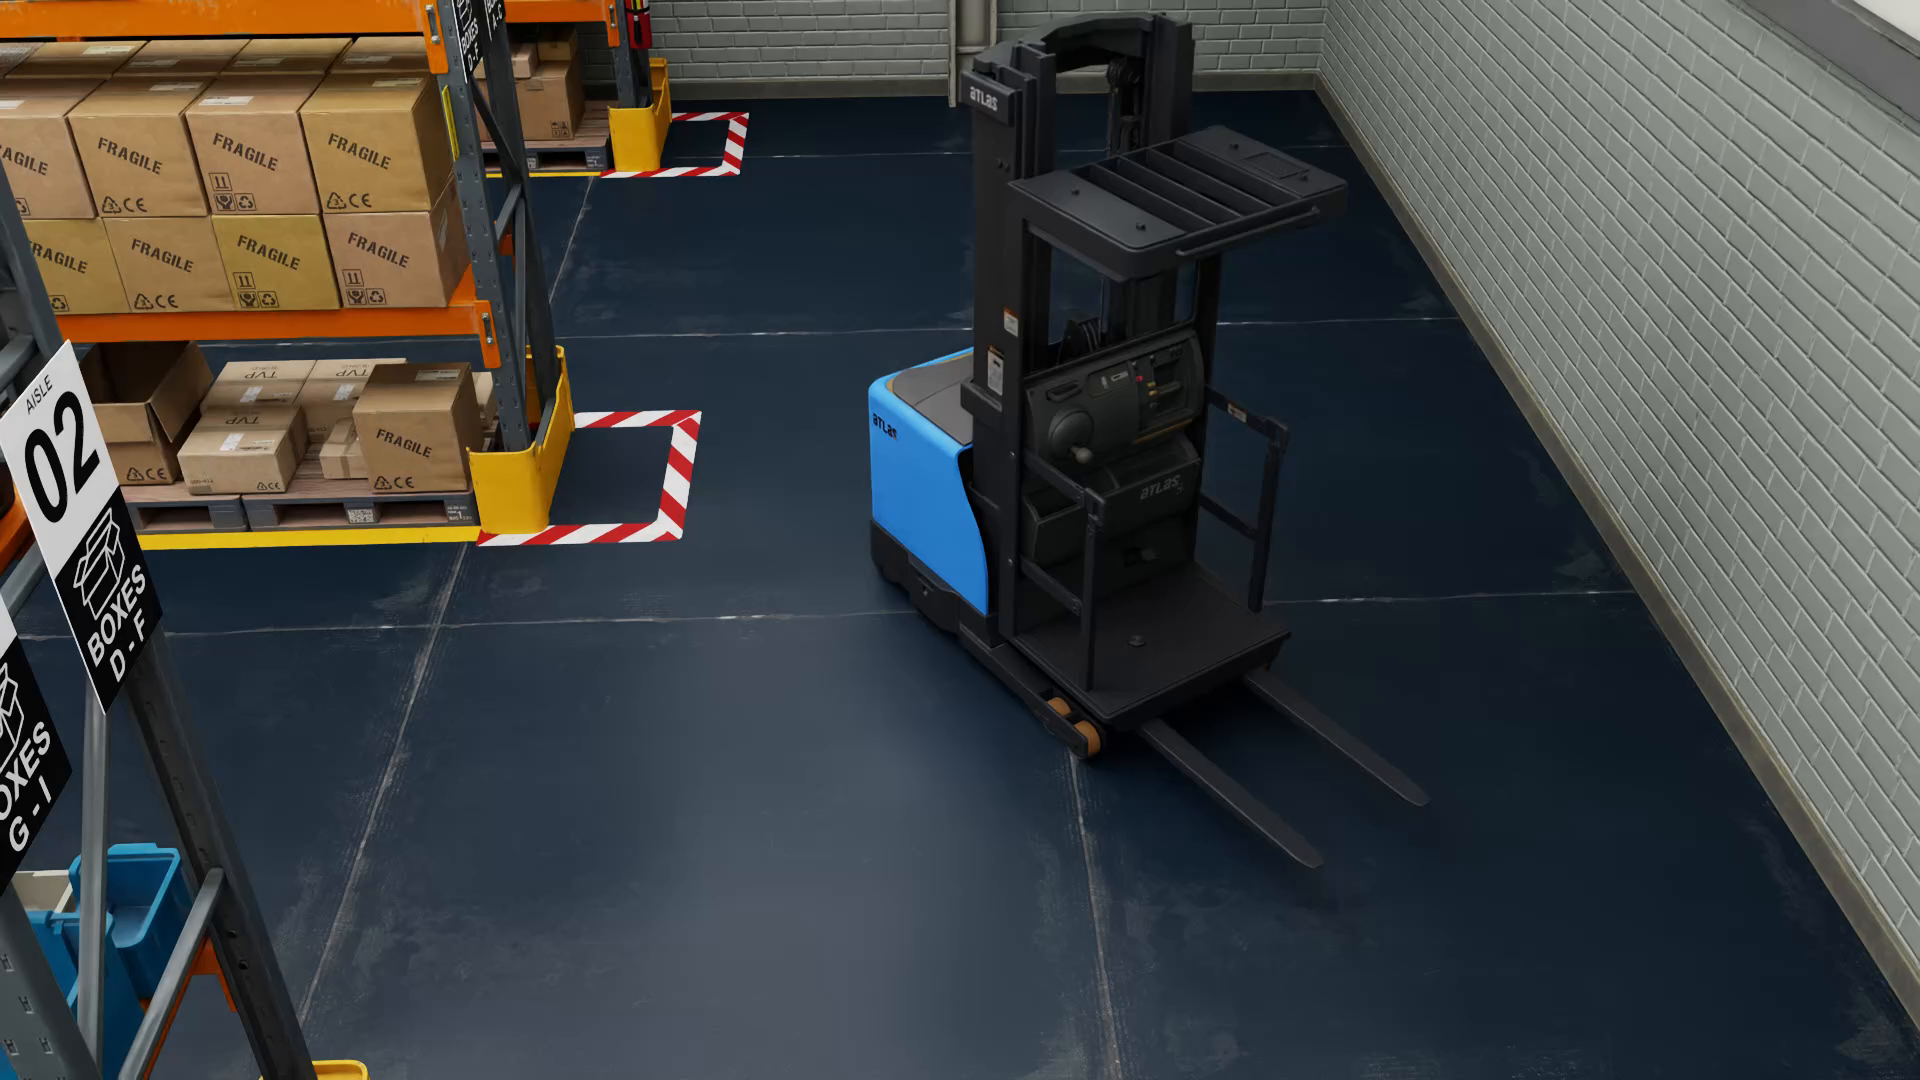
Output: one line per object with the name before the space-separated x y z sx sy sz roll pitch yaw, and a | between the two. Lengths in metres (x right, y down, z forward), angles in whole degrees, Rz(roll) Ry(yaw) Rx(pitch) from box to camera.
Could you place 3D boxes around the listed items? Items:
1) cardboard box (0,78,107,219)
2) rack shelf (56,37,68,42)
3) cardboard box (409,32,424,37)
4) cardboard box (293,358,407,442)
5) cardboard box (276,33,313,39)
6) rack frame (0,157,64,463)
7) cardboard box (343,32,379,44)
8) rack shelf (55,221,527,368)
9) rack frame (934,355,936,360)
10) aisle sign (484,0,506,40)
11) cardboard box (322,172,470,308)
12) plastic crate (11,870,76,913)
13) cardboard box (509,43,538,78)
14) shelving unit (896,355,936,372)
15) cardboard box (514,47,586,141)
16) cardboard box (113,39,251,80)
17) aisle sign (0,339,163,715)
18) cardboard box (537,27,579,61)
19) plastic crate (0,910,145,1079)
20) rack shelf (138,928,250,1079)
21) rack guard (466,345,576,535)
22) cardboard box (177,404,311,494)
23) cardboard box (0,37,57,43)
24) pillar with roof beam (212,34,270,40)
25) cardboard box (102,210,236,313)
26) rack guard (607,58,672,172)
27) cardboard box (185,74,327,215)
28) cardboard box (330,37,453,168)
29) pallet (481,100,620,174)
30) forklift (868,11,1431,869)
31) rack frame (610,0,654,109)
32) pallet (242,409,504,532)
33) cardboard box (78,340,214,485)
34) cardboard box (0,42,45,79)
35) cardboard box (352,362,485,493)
cardboard box | -4.284 -1.838 7.804 0.500 0.500 0.500 -1 35 -1
rack shelf | -8.548 -3.957 12.464 4.000 0.370 1.077 -2 35 -2
cardboard box | -4.144 -3.840 12.920 0.250 0.149 0.380 -1 35 -2
cardboard box | -3.373 -0.782 9.274 0.500 0.250 0.500 -2 35 -2
cardboard box | -5.163 -3.812 12.880 0.250 0.149 0.380 -3 35 -4
rack frame | -2.086 -1.250 2.649 0.127 3.000 1.000 -2 35 -2
cardboard box | -4.653 -3.826 12.900 0.250 0.149 0.380 -2 35 -3
rack shelf | -4.314 -1.249 8.551 4.000 0.370 1.077 -2 35 -2
rack frame | -0.095 -0.514 8.697 0.006 0.900 0.240 -10 36 -14
aisle sign | -2.262 -2.837 7.928 0.004 0.787 0.394 -2 35 -2
cardboard box | -2.751 -1.473 8.155 0.500 0.500 0.500 -1 35 -1
plastic crate | -2.672 1.082 4.730 0.298 0.136 0.250 -2 35 -2
cardboard box | -3.369 -3.643 12.636 0.250 0.149 0.380 -2 35 -3
shelving unit | -0.192 -0.497 8.673 0.210 0.900 0.258 -10 36 -14
cardboard box | -3.249 -3.484 12.975 0.500 0.500 0.700 -2 35 -2
cardboard box | -3.794 -2.160 8.269 0.500 0.500 0.500 -1 35 -2
aisle sign | -2.028 -0.023 3.863 0.004 0.787 0.394 -2 35 -2
cardboard box | -3.134 -3.867 12.960 0.250 0.149 0.380 -1 35 -2
plastic crate | -2.412 1.293 4.162 0.499 0.435 0.616 -2 35 -2
rack shelf | -4.084 1.567 4.483 4.000 0.370 1.077 -2 35 -2
rack guard | -2.393 -0.569 9.133 0.348 0.500 1.175 -2 35 -2
cardboard box | -3.798 -0.486 8.846 0.500 0.250 0.500 -2 35 -2
cardboard box | -7.194 -3.504 12.697 0.750 0.750 0.750 -1 35 -2
pillar with roof beam | -5.688 -4.837 7.832 0.400 9.000 9.100 -2 35 -2
cardboard box | -3.768 -1.447 8.117 0.500 0.500 0.500 -1 35 -2
rack guard | -2.531 -3.387 13.205 0.348 0.500 1.175 -2 35 -2
cardboard box | -3.253 -1.869 7.848 0.500 0.500 0.500 -1 35 -1
cardboard box | -2.772 -2.189 8.311 0.500 0.500 0.500 -1 35 -1
pallet | -3.350 -3.202 13.191 1.213 0.211 1.003 -2 35 -2
forklift | 0.795 -0.552 6.971 1.130 2.935 3.031 -22 40 -28
rack frame | -2.555 -4.415 12.493 0.127 3.000 1.000 -2 35 -2
pallet | -3.189 -0.428 9.183 1.213 0.211 1.003 -2 35 -2
cardboard box | -4.436 -0.699 8.931 0.637 0.503 0.797 -2 35 -2
cardboard box | -4.804 -2.133 8.230 0.500 0.500 0.500 -1 35 -2
cardboard box | -2.848 -0.597 8.787 0.500 0.500 0.500 -2 35 -2
